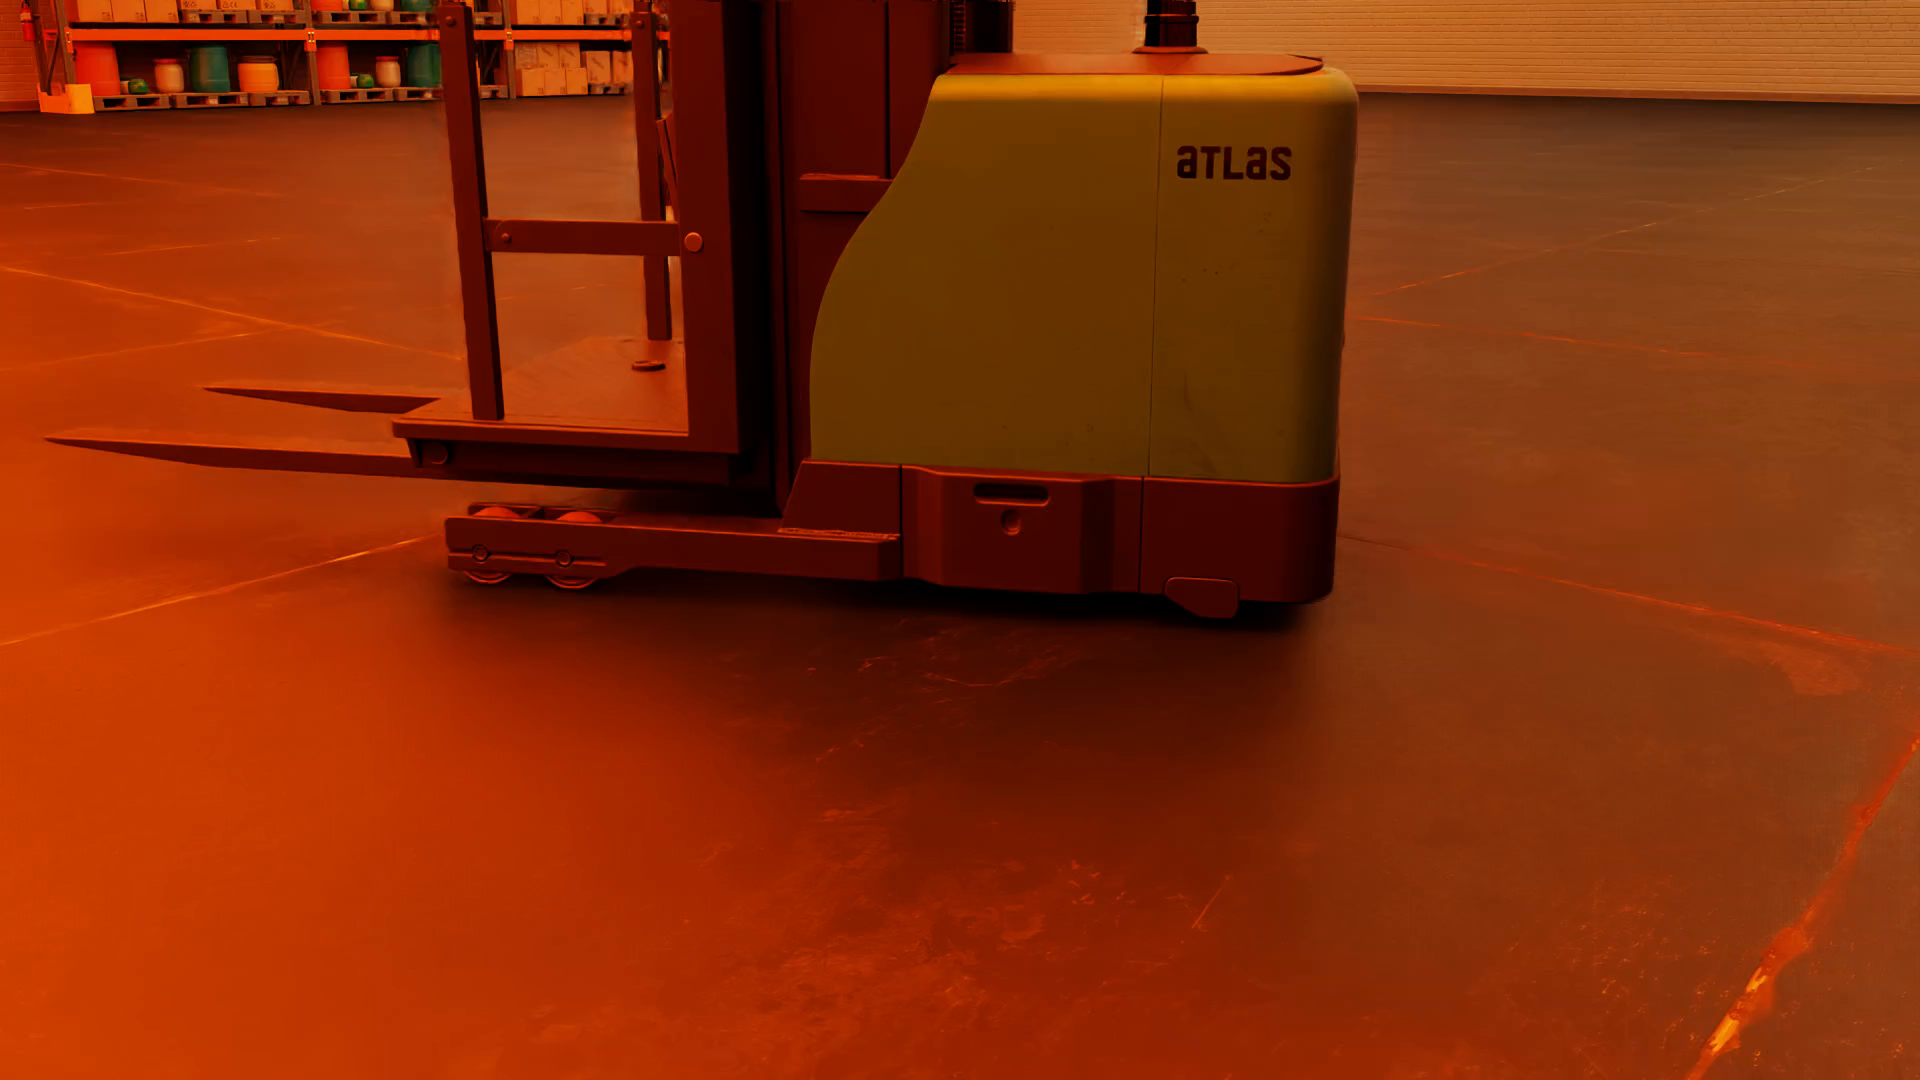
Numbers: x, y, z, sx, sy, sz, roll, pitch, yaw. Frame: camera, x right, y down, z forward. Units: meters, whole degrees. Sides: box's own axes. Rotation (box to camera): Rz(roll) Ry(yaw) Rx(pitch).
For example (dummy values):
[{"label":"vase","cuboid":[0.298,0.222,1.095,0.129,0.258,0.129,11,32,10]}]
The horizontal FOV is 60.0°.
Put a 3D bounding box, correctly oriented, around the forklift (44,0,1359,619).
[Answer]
[{"label":"forklift","cuboid":[-0.647,-1.441,3.643,3.031,2.935,1.130,3,17,11]}]
